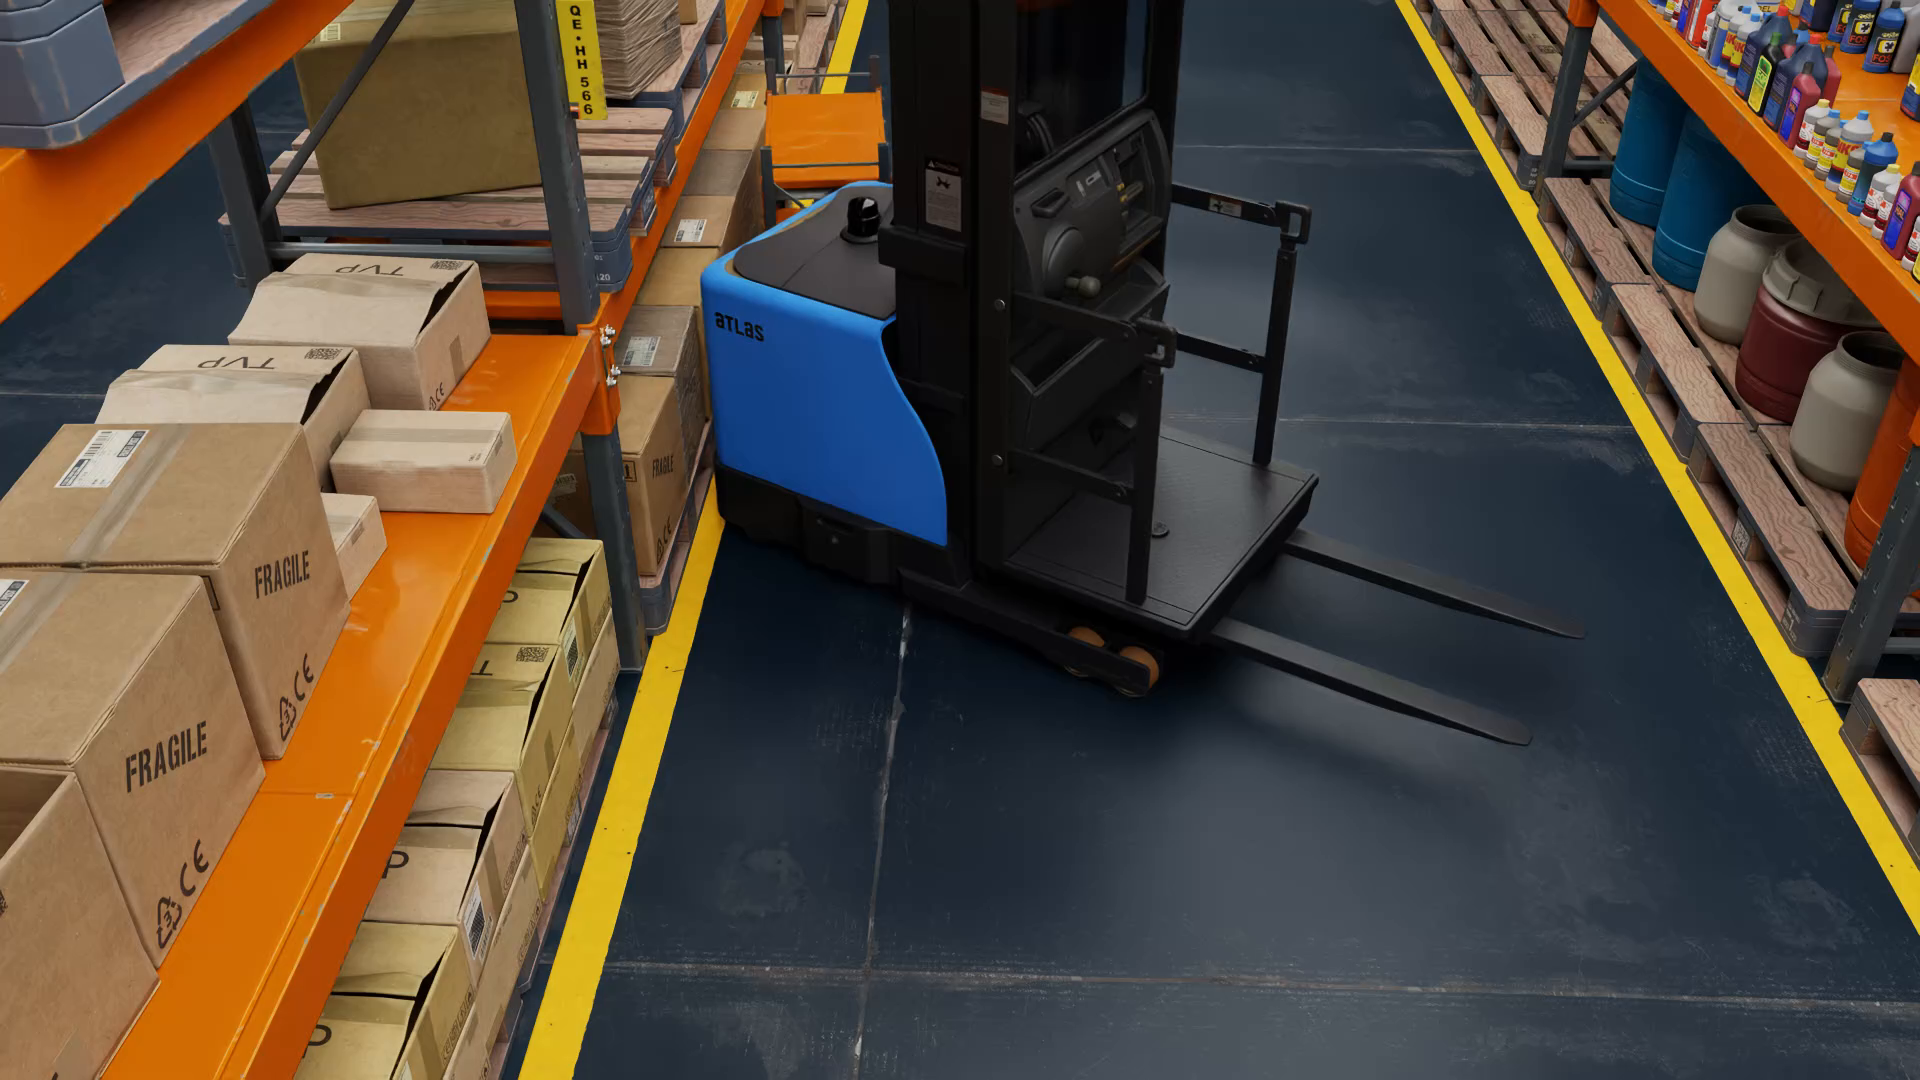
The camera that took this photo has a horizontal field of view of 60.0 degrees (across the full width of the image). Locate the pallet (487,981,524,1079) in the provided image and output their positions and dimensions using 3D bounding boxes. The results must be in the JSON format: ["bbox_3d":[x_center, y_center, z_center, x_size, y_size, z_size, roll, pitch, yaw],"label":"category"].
[{"bbox_3d":[-1.693,1.489,3.947,1.003,0.211,1.213,1,35,2],"label":"pallet"}]

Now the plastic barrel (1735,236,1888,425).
[{"bbox_3d":[3.428,-0.822,6.543,0.600,0.588,0.708,1,35,2],"label":"plastic barrel"}]

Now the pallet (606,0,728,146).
[{"bbox_3d":[-1.495,-1.862,6.457,1.003,0.211,1.213,1,35,2],"label":"pallet"}]

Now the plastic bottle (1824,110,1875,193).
[{"bbox_3d":[3.018,-1.318,5.629,0.097,0.271,0.097,0,35,0],"label":"plastic bottle"}]

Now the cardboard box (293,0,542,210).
[{"bbox_3d":[-1.656,-1.400,5.181,0.700,0.500,0.500,-10,36,-14],"label":"cardboard box"}]

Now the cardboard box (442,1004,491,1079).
[{"bbox_3d":[-1.404,1.319,3.791,0.500,0.250,0.500,2,35,3],"label":"cardboard box"}]

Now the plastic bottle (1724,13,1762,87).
[{"bbox_3d":[3.059,-1.908,6.467,0.097,0.271,0.097,0,35,0],"label":"plastic bottle"}]

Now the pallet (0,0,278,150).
[{"bbox_3d":[-1.549,-0.938,2.532,1.003,0.211,1.213,3,35,4],"label":"pallet"}]

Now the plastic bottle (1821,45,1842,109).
[{"bbox_3d":[3.168,-1.660,6.105,0.061,0.283,0.133,1,35,2],"label":"plastic bottle"}]

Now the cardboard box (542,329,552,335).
[{"bbox_3d":[-1.766,-0.523,6.177,0.500,0.500,0.500,3,35,4],"label":"cardboard box"}]

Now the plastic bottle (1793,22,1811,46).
[{"bbox_3d":[3.200,-1.848,6.383,0.097,0.271,0.097,0,35,0],"label":"plastic bottle"}]

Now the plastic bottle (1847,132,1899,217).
[{"bbox_3d":[3.010,-1.206,5.470,0.097,0.271,0.097,0,35,0],"label":"plastic bottle"}]

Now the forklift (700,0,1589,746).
[{"bbox_3d":[0.604,-1.029,5.165,3.031,2.935,1.130,20,40,26],"label":"forklift"}]

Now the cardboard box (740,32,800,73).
[{"bbox_3d":[-1.150,-2.875,9.814,0.380,0.166,0.250,1,35,2],"label":"cardboard box"}]

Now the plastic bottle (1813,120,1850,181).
[{"bbox_3d":[3.022,-1.345,5.728,0.097,0.201,0.097,0,35,0],"label":"plastic bottle"}]

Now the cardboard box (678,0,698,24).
[{"bbox_3d":[-1.417,-2.317,6.486,0.700,0.500,0.500,-7,36,-10],"label":"cardboard box"}]

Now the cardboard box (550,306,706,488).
[{"bbox_3d":[-1.250,-0.536,6.195,0.500,0.500,0.500,0,35,0],"label":"cardboard box"}]

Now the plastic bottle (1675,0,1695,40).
[{"bbox_3d":[3.064,-2.246,6.938,0.061,0.283,0.133,1,35,2],"label":"plastic bottle"}]

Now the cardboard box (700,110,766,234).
[{"bbox_3d":[-1.170,-1.704,7.858,0.500,0.500,0.500,1,35,2],"label":"cardboard box"}]

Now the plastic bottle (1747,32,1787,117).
[{"bbox_3d":[3.029,-1.740,6.219,0.061,0.283,0.133,1,35,2],"label":"plastic bottle"}]

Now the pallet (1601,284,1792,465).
[{"bbox_3d":[3.422,-0.718,7.089,1.003,0.211,1.213,1,35,2],"label":"pallet"}]

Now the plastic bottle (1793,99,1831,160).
[{"bbox_3d":[3.030,-1.457,5.888,0.097,0.201,0.097,0,35,0],"label":"plastic bottle"}]

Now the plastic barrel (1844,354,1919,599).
[{"bbox_3d":[3.383,-0.272,5.550,0.600,0.830,0.708,1,35,2],"label":"plastic barrel"}]

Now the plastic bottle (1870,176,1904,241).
[{"bbox_3d":[3.003,-1.066,5.330,0.097,0.201,0.097,0,35,0],"label":"plastic bottle"}]

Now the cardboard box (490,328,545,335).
[{"bbox_3d":[-1.768,-0.862,6.007,0.500,0.250,0.500,3,35,4],"label":"cardboard box"}]

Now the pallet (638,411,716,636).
[{"bbox_3d":[-1.501,-0.110,6.223,1.003,0.211,1.213,1,35,2],"label":"pallet"}]

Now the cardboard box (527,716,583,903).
[{"bbox_3d":[-1.363,0.734,4.622,0.500,0.250,0.500,1,35,1],"label":"cardboard box"}]

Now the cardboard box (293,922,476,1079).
[{"bbox_3d":[-1.403,1.084,3.637,0.500,0.311,0.500,2,35,3],"label":"cardboard box"}]

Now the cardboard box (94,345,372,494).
[{"bbox_3d":[-1.798,-0.277,4.113,0.500,0.311,0.500,1,35,1],"label":"cardboard box"}]

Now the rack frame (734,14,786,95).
[{"bbox_3d":[-1.408,-3.121,8.082,1.000,3.000,0.127,1,35,2],"label":"rack frame"}]

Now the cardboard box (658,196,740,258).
[{"bbox_3d":[-1.209,-1.124,7.032,0.500,0.500,0.500,0,35,0],"label":"cardboard box"}]

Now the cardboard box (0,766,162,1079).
[{"bbox_3d":[-1.661,0.691,2.571,0.500,0.500,0.500,4,35,5],"label":"cardboard box"}]

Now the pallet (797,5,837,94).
[{"bbox_3d":[-1.333,-3.077,10.445,1.003,0.211,1.213,1,35,2],"label":"pallet"}]

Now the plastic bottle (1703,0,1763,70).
[{"bbox_3d":[3.095,-2.031,6.640,0.152,0.276,0.135,1,35,2],"label":"plastic bottle"}]

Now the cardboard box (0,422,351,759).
[{"bbox_3d":[-1.620,0.101,3.411,0.500,0.500,0.500,0,35,-1],"label":"cardboard box"}]

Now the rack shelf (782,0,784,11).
[{"bbox_3d":[-1.328,-3.976,9.924,1.077,0.370,4.000,1,35,2],"label":"rack shelf"}]

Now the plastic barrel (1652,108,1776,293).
[{"bbox_3d":[3.474,-1.599,7.376,0.600,0.901,0.708,1,35,2],"label":"plastic barrel"}]

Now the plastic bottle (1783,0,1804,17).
[{"bbox_3d":[3.687,-2.452,7.173,0.144,0.351,0.185,1,35,2],"label":"plastic bottle"}]

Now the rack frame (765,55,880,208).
[{"bbox_3d":[-0.606,-1.658,7.631,0.500,1.125,0.032,-3,35,-4],"label":"rack frame"}]

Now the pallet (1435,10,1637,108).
[{"bbox_3d":[3.578,-2.990,10.320,1.003,0.211,1.213,1,35,2],"label":"pallet"}]

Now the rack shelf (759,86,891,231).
[{"bbox_3d":[-0.566,-1.606,7.048,0.538,0.278,1.000,-3,35,-4],"label":"rack shelf"}]

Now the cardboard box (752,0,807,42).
[{"bbox_3d":[-1.338,-3.359,10.209,0.797,0.503,0.637,1,35,2],"label":"cardboard box"}]

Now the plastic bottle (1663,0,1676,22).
[{"bbox_3d":[3.091,-2.334,7.135,0.097,0.201,0.097,0,35,0],"label":"plastic bottle"}]

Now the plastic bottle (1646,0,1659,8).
[{"bbox_3d":[3.127,-2.486,7.287,0.152,0.276,0.135,1,35,2],"label":"plastic bottle"}]

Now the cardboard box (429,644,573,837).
[{"bbox_3d":[-1.358,0.506,4.459,0.500,0.311,0.500,1,35,1],"label":"cardboard box"}]

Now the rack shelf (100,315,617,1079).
[{"bbox_3d":[-1.649,0.621,3.384,1.077,0.370,4.000,1,35,2],"label":"rack shelf"}]

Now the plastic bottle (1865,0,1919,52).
[{"bbox_3d":[3.808,-2.143,6.798,0.152,0.276,0.135,1,35,2],"label":"plastic bottle"}]

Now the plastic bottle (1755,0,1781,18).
[{"bbox_3d":[3.257,-2.161,6.824,0.152,0.276,0.135,1,35,2],"label":"plastic bottle"}]

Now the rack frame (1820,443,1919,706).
[{"bbox_3d":[3.380,-0.706,4.646,1.000,3.000,0.127,1,35,2],"label":"rack frame"}]

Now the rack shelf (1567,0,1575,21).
[{"bbox_3d":[3.621,-3.859,9.758,1.077,0.370,4.000,1,35,2],"label":"rack shelf"}]

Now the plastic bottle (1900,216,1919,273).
[{"bbox_3d":[2.993,-0.933,5.142,0.097,0.201,0.097,0,35,0],"label":"plastic bottle"}]

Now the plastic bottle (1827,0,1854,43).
[{"bbox_3d":[3.688,-2.210,6.898,0.097,0.271,0.097,0,35,0],"label":"plastic bottle"}]

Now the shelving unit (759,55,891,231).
[{"bbox_3d":[-0.567,-1.367,7.217,0.538,1.125,1.048,-3,35,-4],"label":"shelving unit"}]

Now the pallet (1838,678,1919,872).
[{"bbox_3d":[3.311,0.879,4.816,1.003,0.211,1.213,1,35,2],"label":"pallet"}]

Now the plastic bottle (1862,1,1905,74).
[{"bbox_3d":[3.673,-2.000,6.599,0.097,0.271,0.097,0,35,0],"label":"plastic bottle"}]
